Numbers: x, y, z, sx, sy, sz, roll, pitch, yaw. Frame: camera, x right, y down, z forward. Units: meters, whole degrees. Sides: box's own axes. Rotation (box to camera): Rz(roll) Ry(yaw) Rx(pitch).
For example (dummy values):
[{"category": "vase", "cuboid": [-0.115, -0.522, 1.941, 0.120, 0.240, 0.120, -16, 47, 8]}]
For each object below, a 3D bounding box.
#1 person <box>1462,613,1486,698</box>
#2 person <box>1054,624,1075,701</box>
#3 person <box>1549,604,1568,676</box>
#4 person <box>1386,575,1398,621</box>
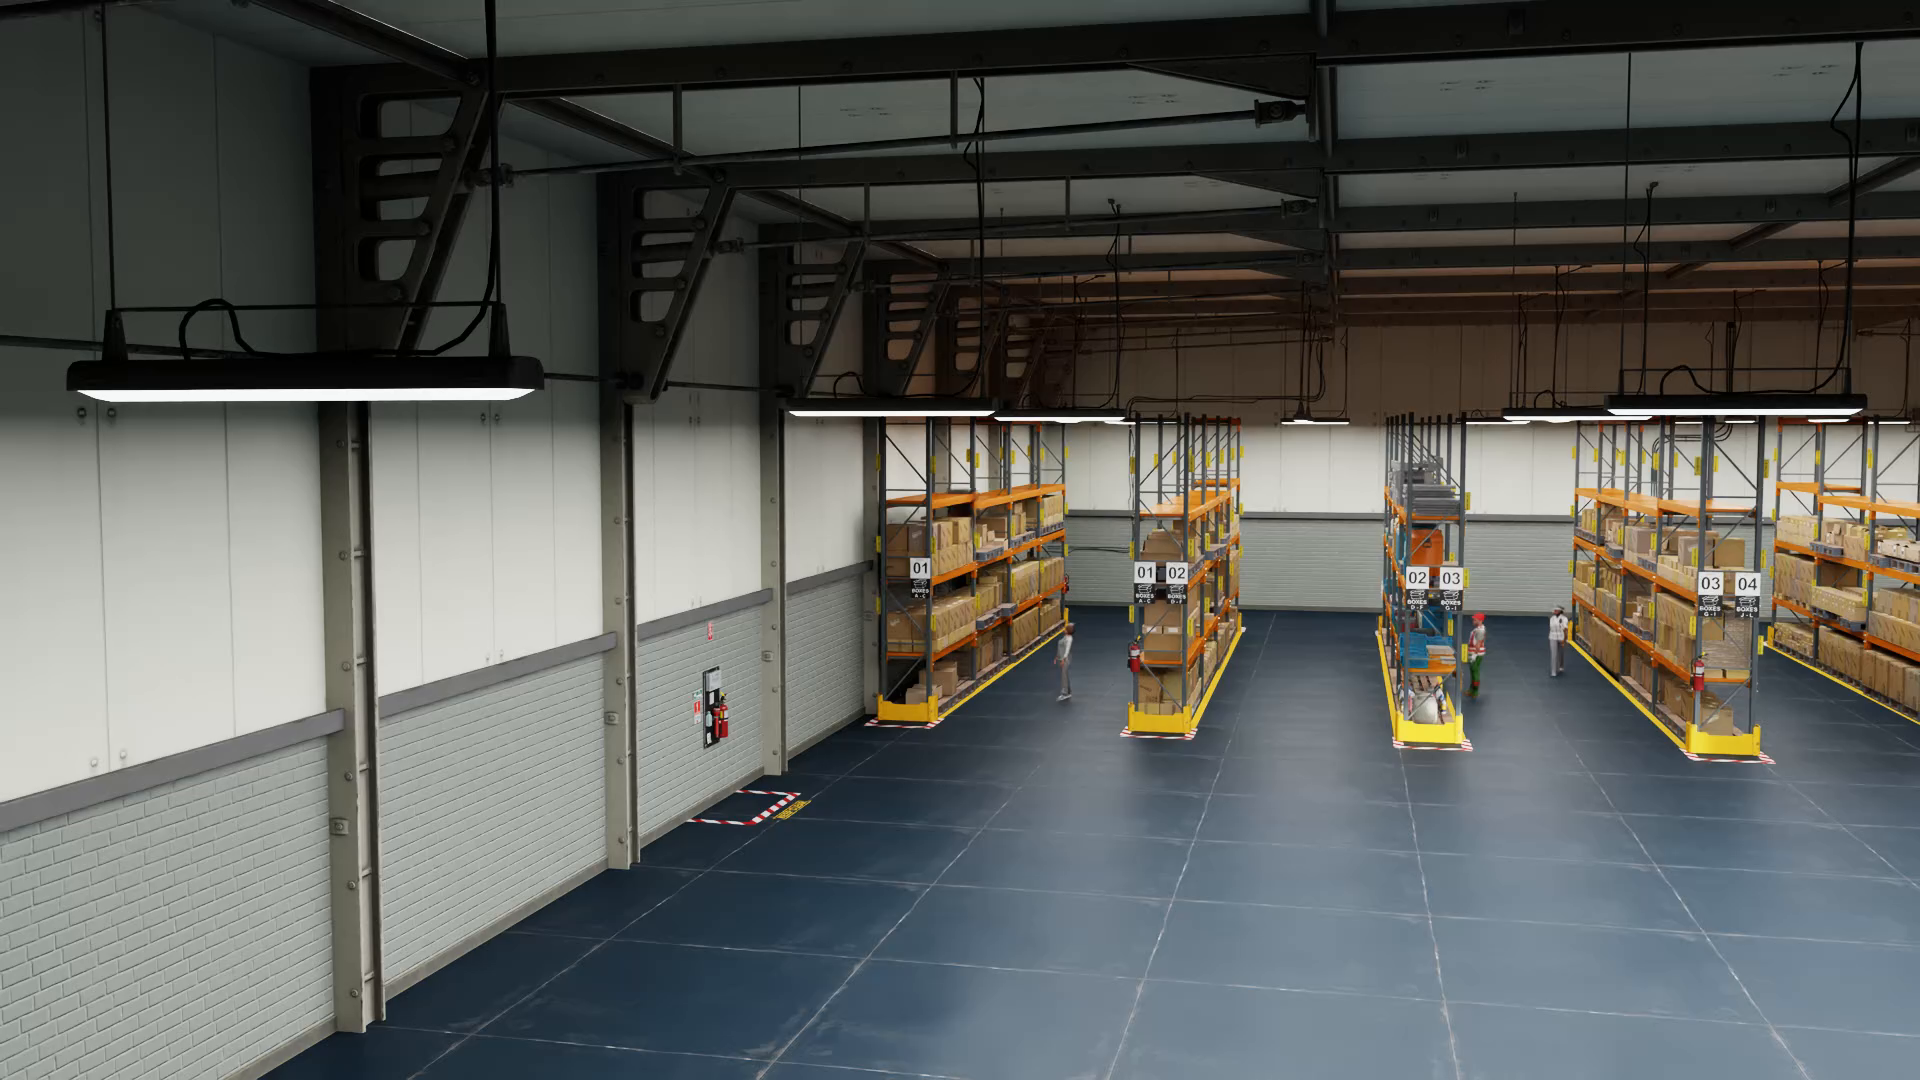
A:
[{"category": "person", "cuboid": [10.903, 2.439, 35.322, 0.522, 1.798, 0.563, 2, 4, 26]}, {"category": "person", "cuboid": [2.183, 2.575, 35.065, 0.490, 1.596, 0.439, -2, 4, -23]}, {"category": "person", "cuboid": [13.813, 2.297, 38.405, 0.413, 1.643, 0.969, 1, 4, 16]}, {"category": "person", "cuboid": [12.688, 1.666, 47.957, 0.631, 1.636, 1.020, -2, 4, -27]}]
